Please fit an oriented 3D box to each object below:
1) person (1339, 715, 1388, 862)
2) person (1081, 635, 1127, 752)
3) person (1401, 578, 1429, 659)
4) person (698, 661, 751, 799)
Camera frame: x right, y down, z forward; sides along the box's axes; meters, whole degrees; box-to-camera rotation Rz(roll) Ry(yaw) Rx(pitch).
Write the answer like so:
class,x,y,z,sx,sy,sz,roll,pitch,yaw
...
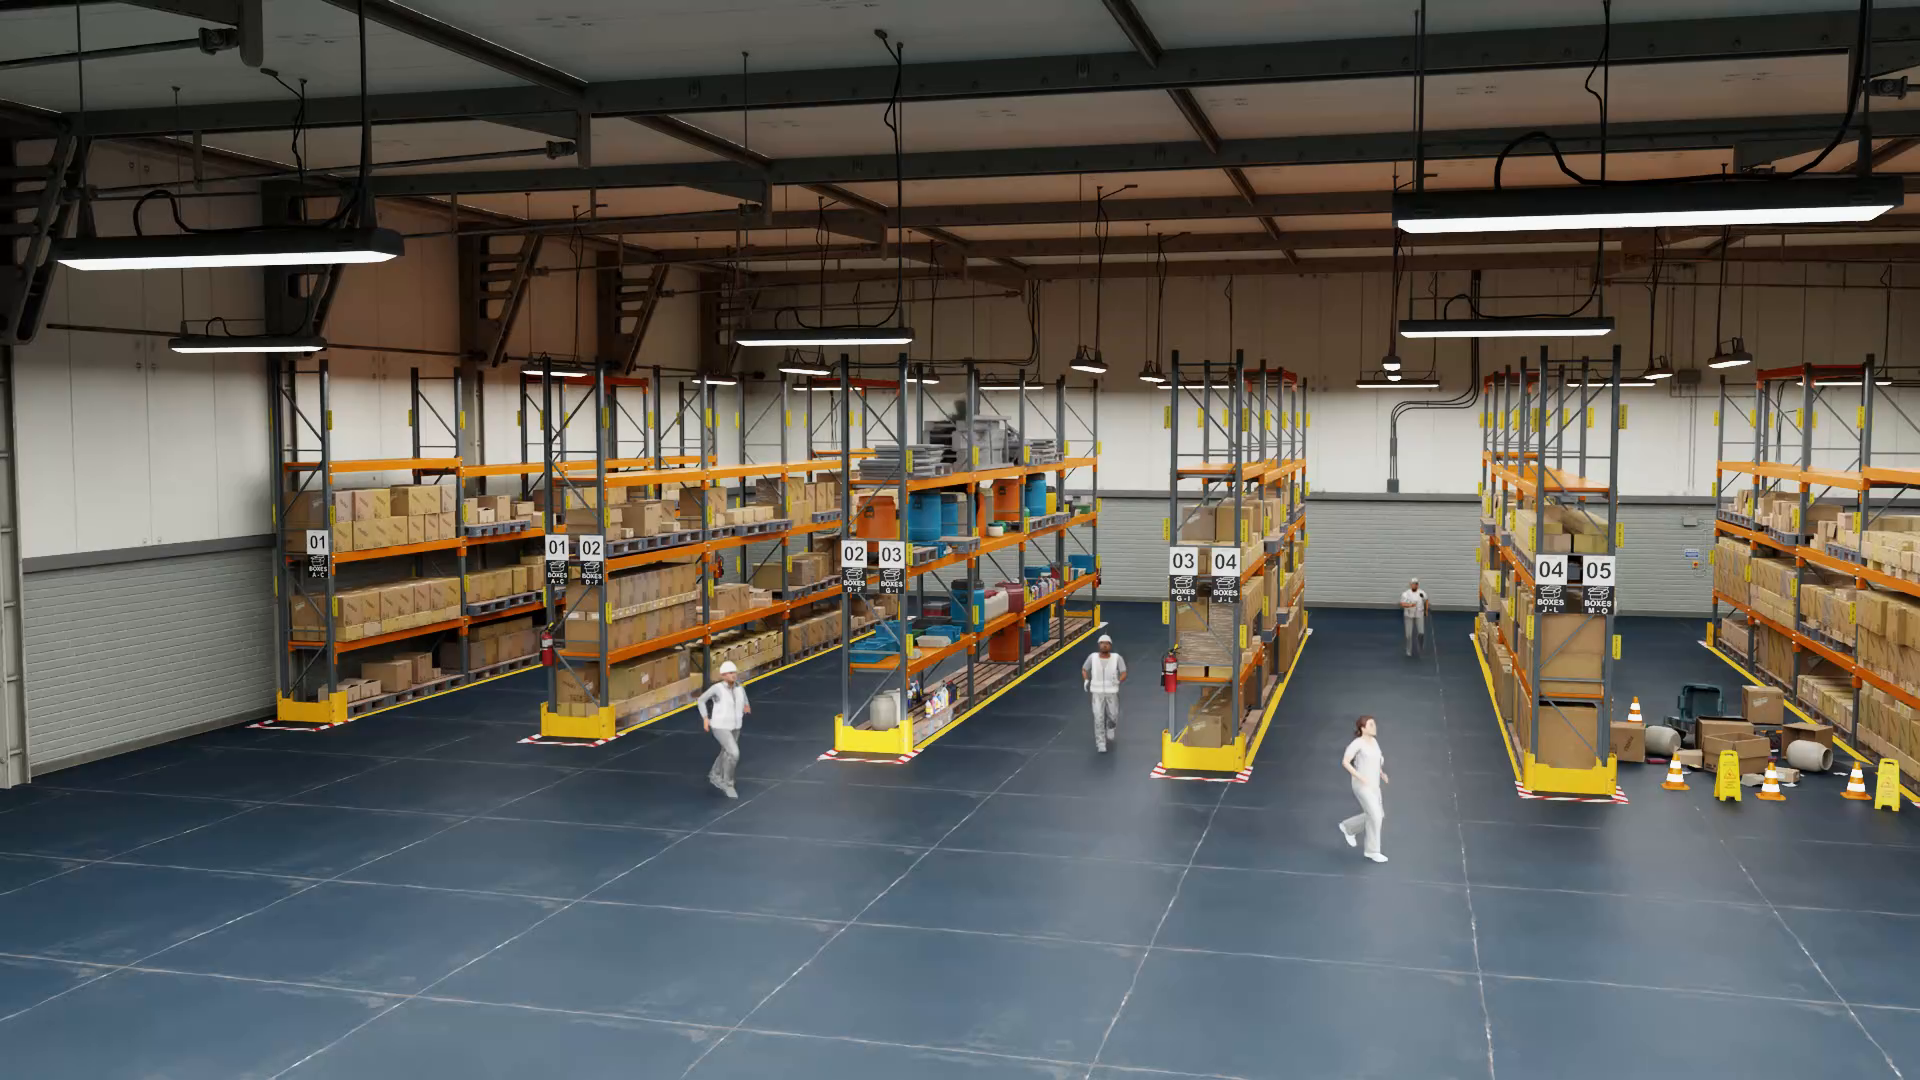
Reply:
class,x,y,z,sx,sy,sz,roll,pitch,yaw
person,4.597,2.816,19.032,0.574,1.651,0.688,-4,6,-42
person,2.188,2.314,25.269,0.695,1.749,0.818,0,4,5
person,9.589,1.668,35.062,0.596,1.727,0.705,1,4,10
person,-3.100,2.528,22.192,0.834,1.826,0.621,3,5,39
